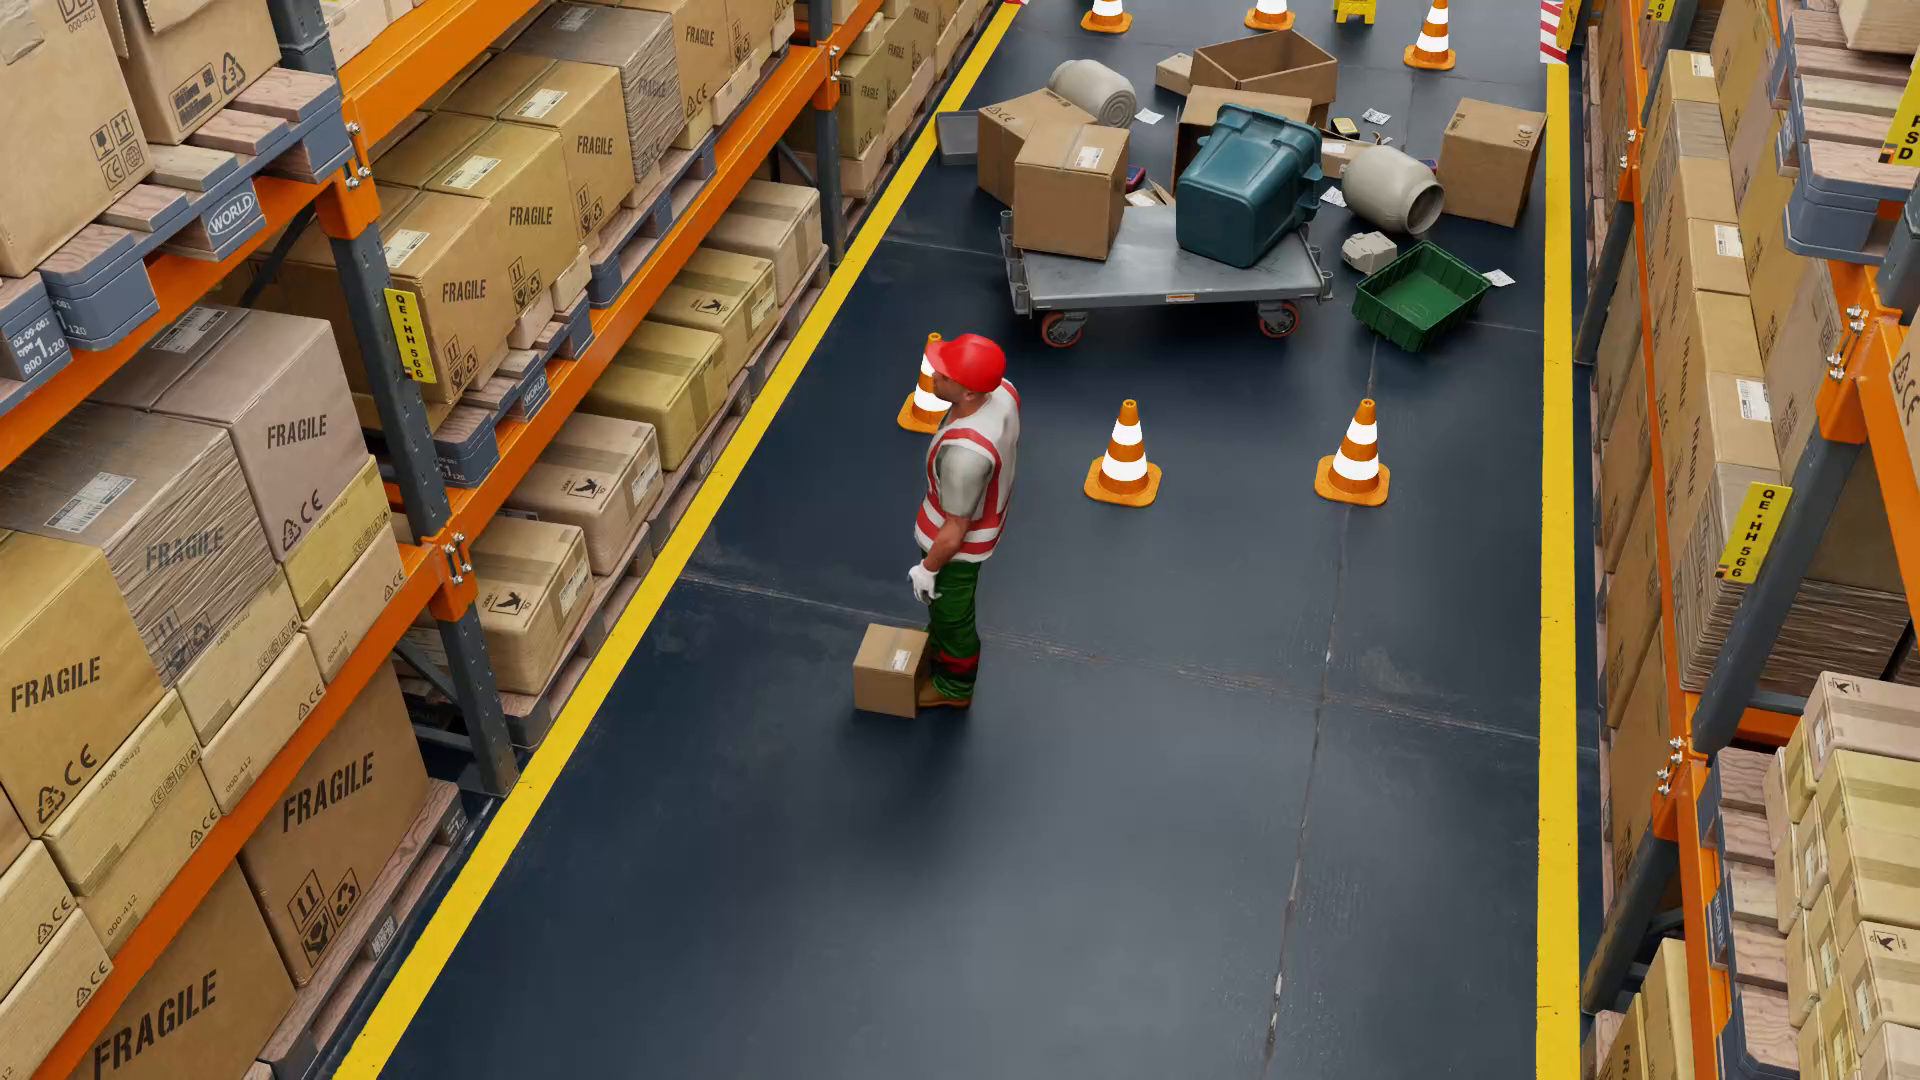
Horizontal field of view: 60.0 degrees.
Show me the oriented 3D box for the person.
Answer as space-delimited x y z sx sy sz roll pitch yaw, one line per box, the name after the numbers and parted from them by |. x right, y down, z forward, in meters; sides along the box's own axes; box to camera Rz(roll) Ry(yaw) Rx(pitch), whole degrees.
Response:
-0.080 -0.050 6.184 0.564 1.788 0.624 10 42 11 | person
